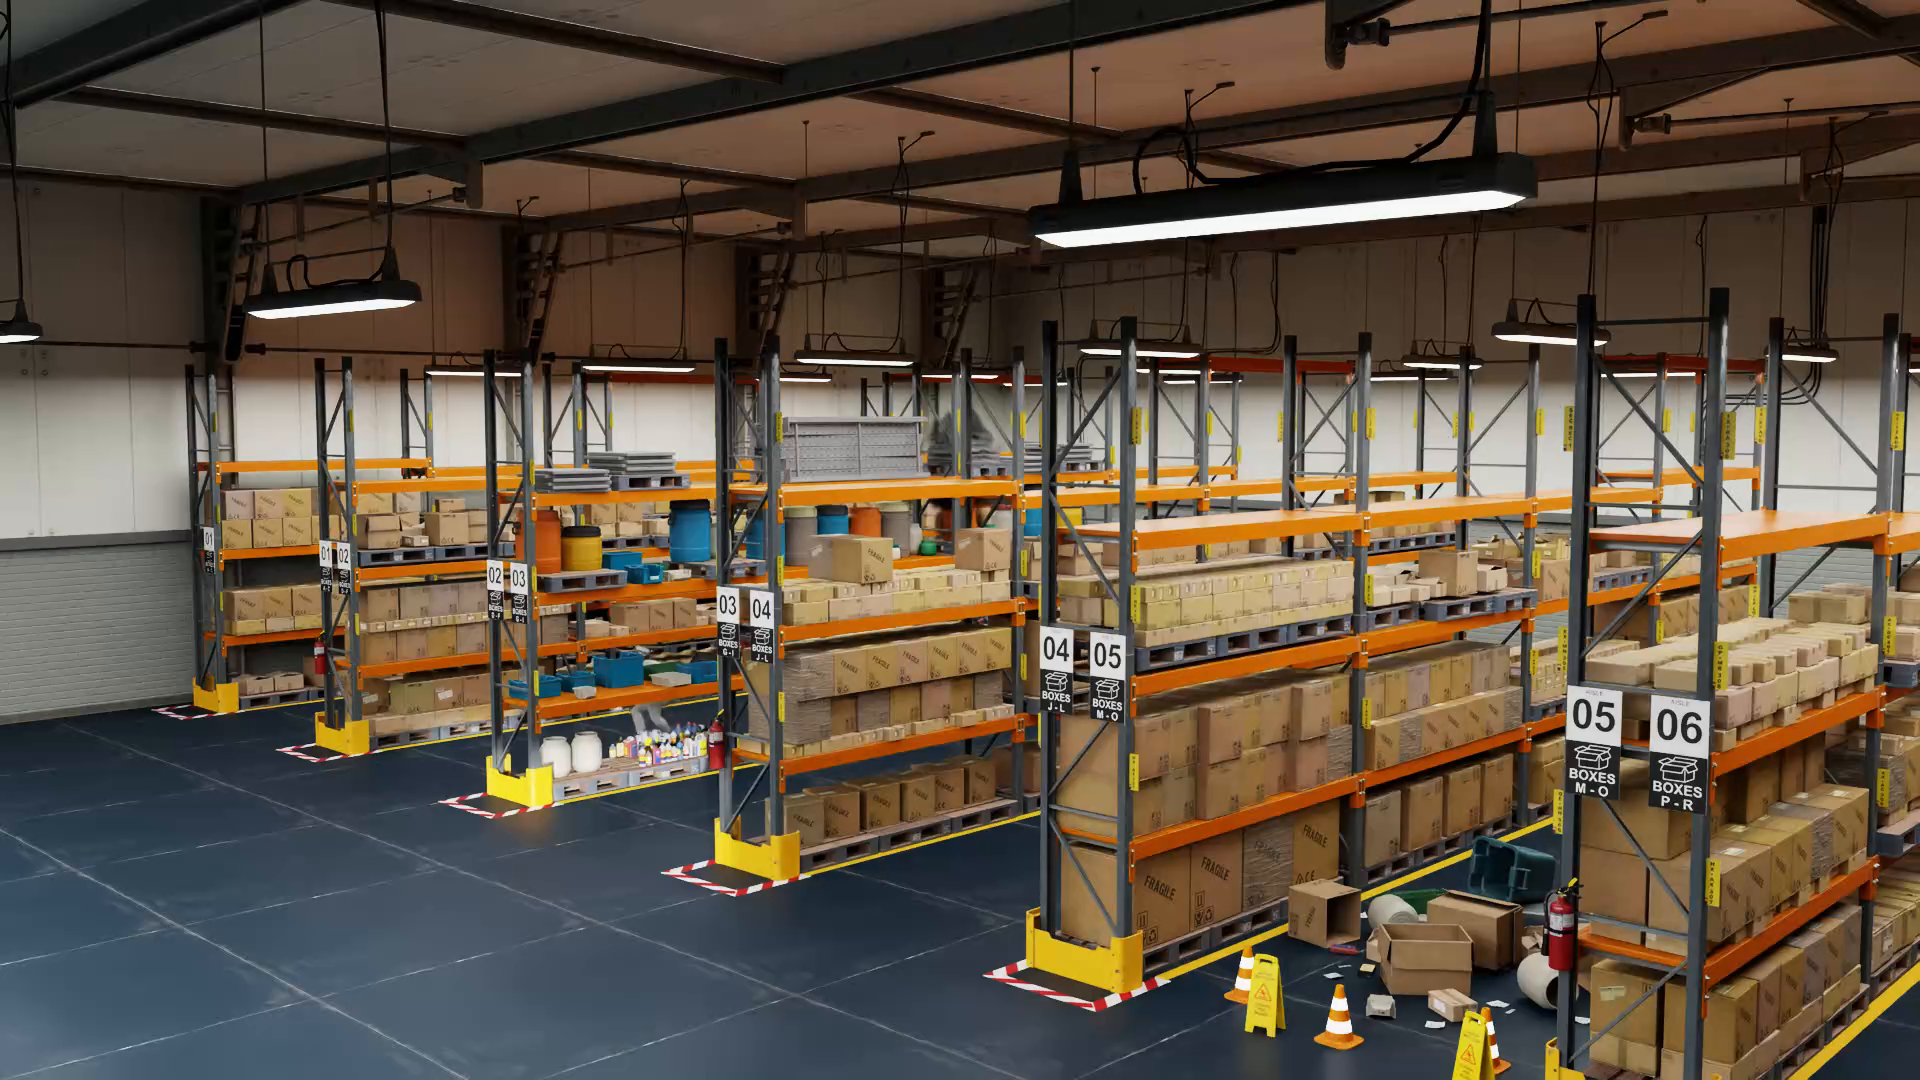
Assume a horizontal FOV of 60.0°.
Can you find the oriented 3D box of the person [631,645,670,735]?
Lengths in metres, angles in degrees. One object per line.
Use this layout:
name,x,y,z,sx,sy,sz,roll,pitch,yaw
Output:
person,-4.778,2.394,25.556,0.671,1.598,0.711,-1,4,-10
